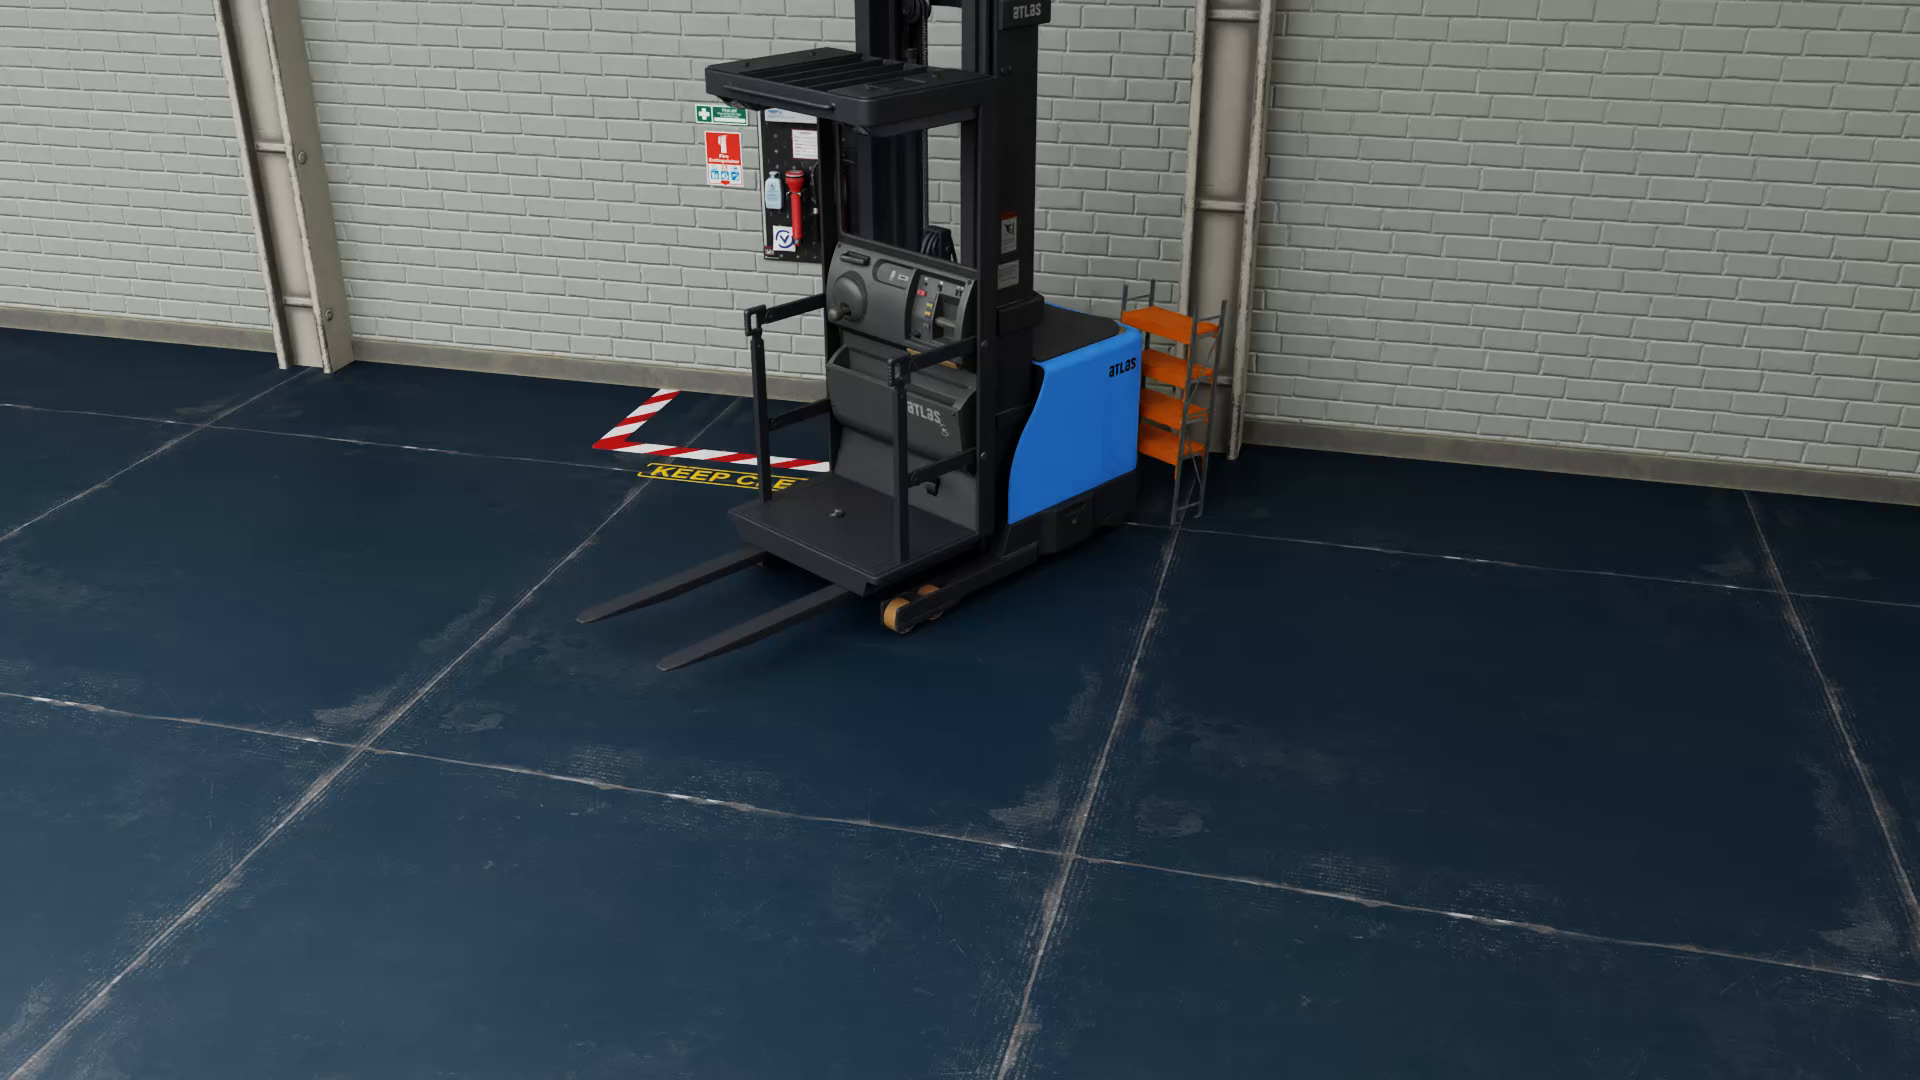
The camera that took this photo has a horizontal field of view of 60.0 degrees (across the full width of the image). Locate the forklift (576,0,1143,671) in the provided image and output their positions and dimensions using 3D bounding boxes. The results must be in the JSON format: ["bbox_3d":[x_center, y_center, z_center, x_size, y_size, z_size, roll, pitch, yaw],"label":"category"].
[{"bbox_3d":[-0.436,-1.132,7.718,1.130,2.935,3.031,23,34,39],"label":"forklift"}]

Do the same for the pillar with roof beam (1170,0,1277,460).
[{"bbox_3d":[0.393,-2.825,4.215,0.400,9.000,9.100,6,26,13],"label":"pillar with roof beam"}]

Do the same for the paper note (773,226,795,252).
[{"bbox_3d":[-1.073,-1.839,10.148,0.142,0.148,0.016,6,26,13],"label":"paper note"}]

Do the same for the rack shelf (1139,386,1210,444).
[{"bbox_3d":[1.081,-0.674,8.906,0.258,0.148,0.480,-17,30,-39],"label":"rack shelf"}]

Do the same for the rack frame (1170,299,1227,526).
[{"bbox_3d":[1.248,-0.658,8.716,0.240,1.200,0.015,-17,30,-39],"label":"rack frame"}]

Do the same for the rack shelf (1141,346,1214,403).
[{"bbox_3d":[1.093,-0.880,8.819,0.258,0.148,0.480,-17,30,-39],"label":"rack shelf"}]

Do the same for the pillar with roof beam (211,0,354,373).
[{"bbox_3d":[-5.418,-3.467,5.564,0.400,9.000,9.100,6,26,13],"label":"pillar with roof beam"}]

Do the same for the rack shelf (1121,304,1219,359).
[{"bbox_3d":[1.105,-1.097,8.727,0.258,0.148,0.480,-17,30,-39],"label":"rack shelf"}]

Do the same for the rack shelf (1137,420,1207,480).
[{"bbox_3d":[1.071,-0.491,8.983,0.258,0.148,0.480,-17,30,-39],"label":"rack shelf"}]

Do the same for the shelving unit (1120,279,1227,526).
[{"bbox_3d":[1.085,-0.736,8.880,0.258,1.200,0.503,-17,30,-39],"label":"shelving unit"}]

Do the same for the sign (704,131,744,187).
[{"bbox_3d":[-1.429,-2.307,10.065,0.234,0.329,0.001,6,26,13],"label":"sign"}]

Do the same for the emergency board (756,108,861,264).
[{"bbox_3d":[-0.919,-2.189,9.858,0.643,1.169,0.194,6,26,13],"label":"emergency board"}]

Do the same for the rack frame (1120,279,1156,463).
[{"bbox_3d":[0.921,-0.814,9.043,0.240,1.200,0.015,-17,30,-39],"label":"rack frame"}]

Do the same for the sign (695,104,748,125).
[{"bbox_3d":[-1.427,-2.542,9.942,0.331,0.109,0.001,6,26,13],"label":"sign"}]
